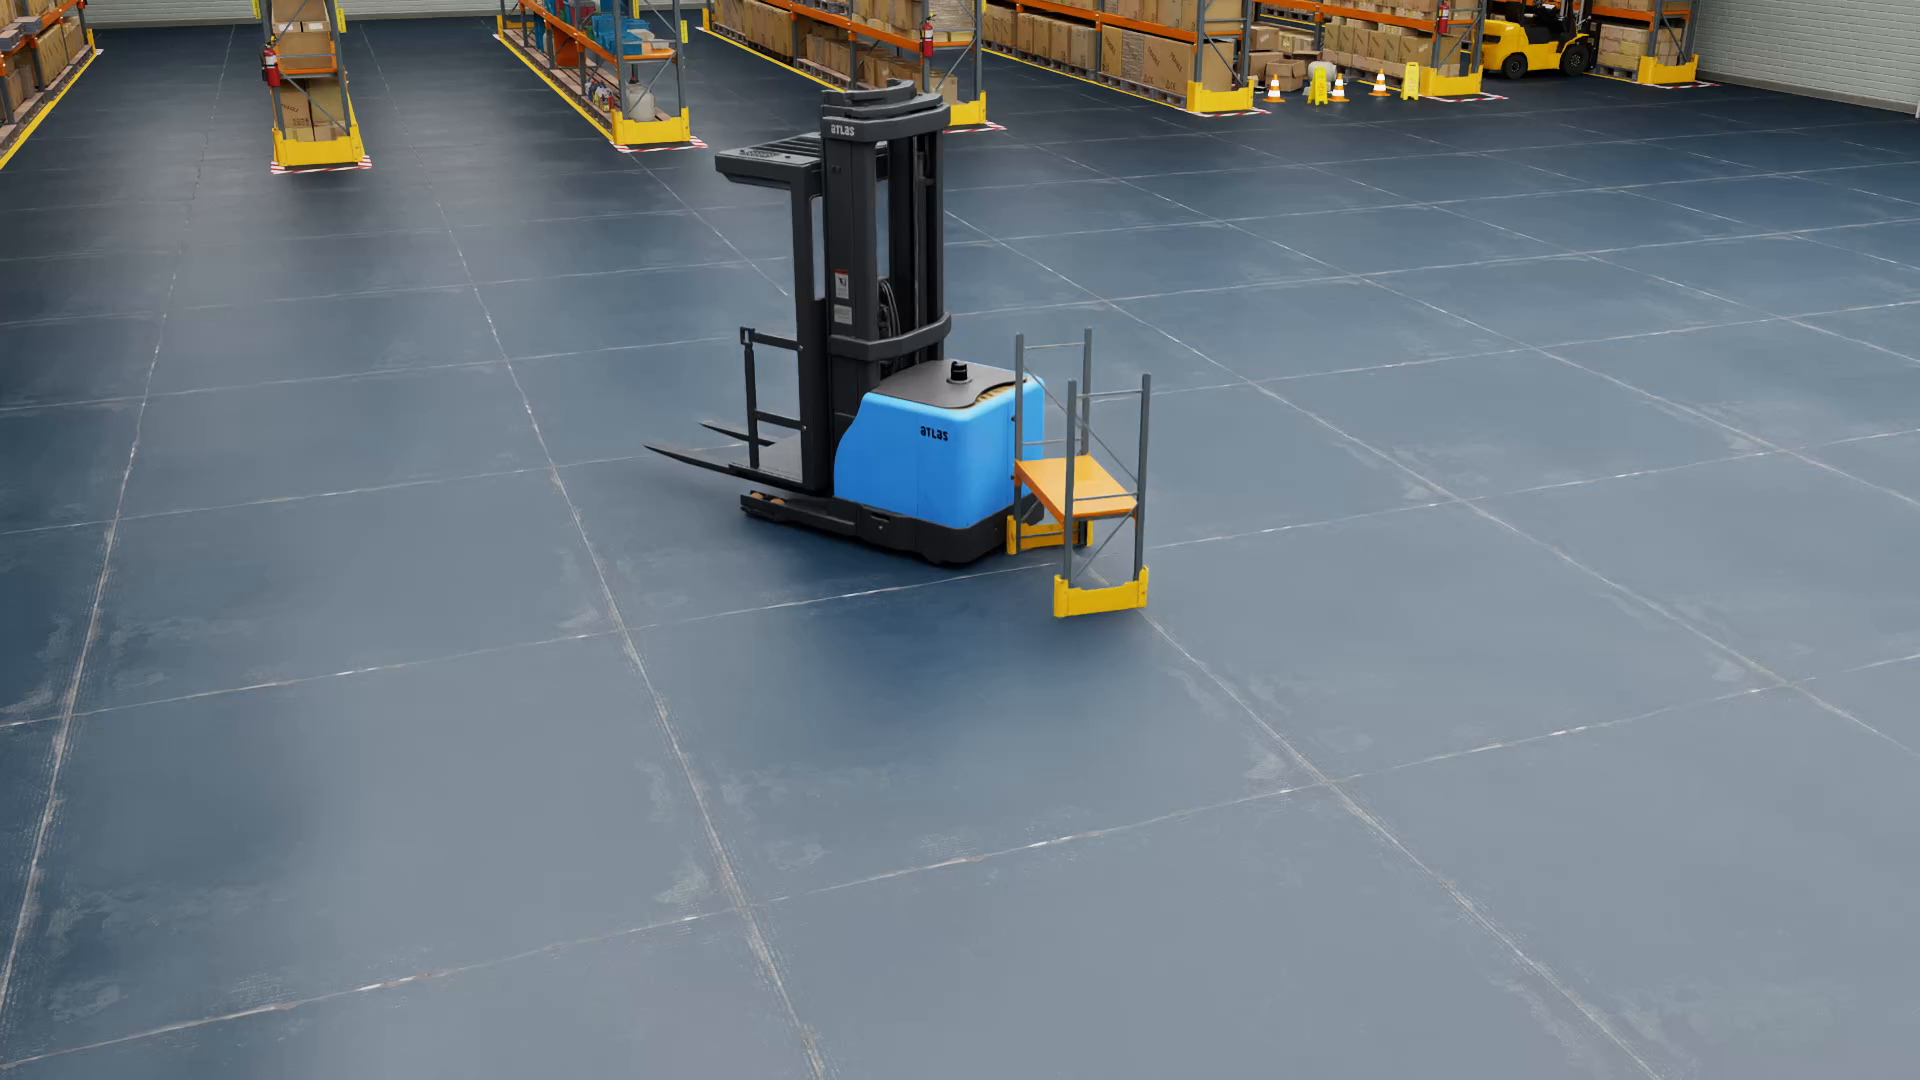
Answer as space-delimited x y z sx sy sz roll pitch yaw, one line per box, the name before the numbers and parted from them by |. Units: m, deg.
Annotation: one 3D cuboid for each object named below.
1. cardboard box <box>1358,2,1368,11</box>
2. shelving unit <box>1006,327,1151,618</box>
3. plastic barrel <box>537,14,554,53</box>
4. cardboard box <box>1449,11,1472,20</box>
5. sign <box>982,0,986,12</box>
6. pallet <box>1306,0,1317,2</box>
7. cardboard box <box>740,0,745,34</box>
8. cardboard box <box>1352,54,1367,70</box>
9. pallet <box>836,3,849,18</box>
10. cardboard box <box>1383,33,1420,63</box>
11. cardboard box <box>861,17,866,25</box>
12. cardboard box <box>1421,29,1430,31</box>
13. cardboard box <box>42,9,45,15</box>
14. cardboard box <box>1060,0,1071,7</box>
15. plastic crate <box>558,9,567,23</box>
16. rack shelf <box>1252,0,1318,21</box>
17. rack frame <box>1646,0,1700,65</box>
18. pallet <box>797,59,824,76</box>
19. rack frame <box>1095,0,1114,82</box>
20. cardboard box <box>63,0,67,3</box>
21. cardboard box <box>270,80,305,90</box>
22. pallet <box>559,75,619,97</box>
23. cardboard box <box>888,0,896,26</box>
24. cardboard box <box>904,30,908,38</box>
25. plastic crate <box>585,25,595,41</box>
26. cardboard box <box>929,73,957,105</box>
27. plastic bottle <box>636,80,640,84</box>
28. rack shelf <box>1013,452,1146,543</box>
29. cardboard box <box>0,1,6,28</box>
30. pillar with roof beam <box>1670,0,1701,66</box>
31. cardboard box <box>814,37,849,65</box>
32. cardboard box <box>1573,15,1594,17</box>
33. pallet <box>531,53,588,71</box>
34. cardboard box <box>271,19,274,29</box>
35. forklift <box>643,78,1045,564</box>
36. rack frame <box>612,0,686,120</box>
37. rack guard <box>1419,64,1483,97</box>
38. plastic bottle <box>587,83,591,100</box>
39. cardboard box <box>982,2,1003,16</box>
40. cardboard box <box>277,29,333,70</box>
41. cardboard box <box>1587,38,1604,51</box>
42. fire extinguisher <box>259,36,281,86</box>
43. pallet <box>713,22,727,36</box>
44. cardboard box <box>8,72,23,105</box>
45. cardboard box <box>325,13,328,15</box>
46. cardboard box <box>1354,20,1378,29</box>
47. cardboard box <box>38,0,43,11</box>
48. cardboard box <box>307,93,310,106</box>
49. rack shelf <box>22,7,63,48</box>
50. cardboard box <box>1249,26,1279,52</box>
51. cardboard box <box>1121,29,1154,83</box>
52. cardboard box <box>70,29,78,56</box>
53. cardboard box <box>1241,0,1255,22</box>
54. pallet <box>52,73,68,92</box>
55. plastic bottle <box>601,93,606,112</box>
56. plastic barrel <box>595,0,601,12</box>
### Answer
cardboard box | 7.980 -10.375 32.326 0.380 0.149 0.250 -8 24 -19
shelving unit | 0.730 -0.448 10.381 0.587 1.500 1.083 -6 24 -14
plastic barrel | -8.579 -10.752 35.058 0.600 0.901 0.708 -8 24 -19
cardboard box | 9.212 -9.698 30.720 0.380 0.149 0.250 -8 24 -19
sign | 0.375 -8.775 27.093 0.100 0.325 0.005 -8 24 -19
pallet | 7.591 -11.324 34.502 1.003 0.211 1.213 -8 24 -19
cardboard box | -4.530 -12.127 38.356 0.875 0.875 0.875 -8 24 -19
cardboard box | 8.070 -9.405 32.702 0.500 0.250 0.500 -9 24 -20
pallet | -1.680 -9.964 31.276 1.003 0.211 1.213 -8 24 -19
cardboard box | 8.424 -9.378 31.672 0.500 0.500 0.500 -7 24 -17
cardboard box | -1.561 -9.340 29.872 0.380 0.149 0.250 -8 24 -19
cardboard box | 11.162 -12.121 38.664 0.875 0.625 0.625 -8 24 -17
cardboard box | -17.482 -9.965 31.328 0.380 0.149 0.250 -9 24 -20
cardboard box | 2.339 -10.965 33.275 0.500 0.500 0.500 -8 24 -18
plastic crate | -7.059 -9.572 30.371 0.450 0.188 0.662 -8 24 -19
rack shelf | 7.019 -11.510 35.623 1.077 0.370 4.000 -8 24 -19
rack frame | 13.781 -10.344 31.930 1.000 3.000 0.127 -8 24 -19
pallet | -2.684 -9.639 33.849 1.003 0.211 1.213 -8 24 -19
rack frame | 3.130 -10.399 32.060 1.000 3.000 0.127 -8 24 -19
cardboard box | -18.703 -11.227 33.638 0.980 0.700 0.700 -9 24 -20
cardboard box | -10.236 -6.731 25.393 0.500 0.500 0.500 -8 24 -19
pallet | -6.928 -8.515 31.180 1.003 0.211 1.213 -8 24 -19
cardboard box | -0.726 -9.041 28.328 0.875 0.500 0.500 -8 24 -19
cardboard box | -0.724 -8.529 27.947 0.380 0.149 0.250 -8 24 -19
plastic crate | -5.964 -8.446 27.700 0.450 0.188 0.662 -8 24 -19
cardboard box | -0.338 -7.573 28.032 0.500 0.500 0.500 -4 23 -9
plastic bottle | -5.500 -7.676 28.444 0.144 0.351 0.185 -8 24 -19
rack shelf | 0.733 -0.278 10.443 0.538 0.185 1.000 -6 24 -14
cardboard box | -16.048 -8.594 27.082 0.700 0.500 0.500 -5 23 -12
pillar with roof beam | 10.351 -12.894 30.257 9.100 9.000 0.400 -8 24 -19
cardboard box | -2.495 -9.819 33.336 0.700 0.500 0.500 -10 25 -23
cardboard box | 12.916 -10.850 34.843 0.500 0.250 0.500 -9 24 -20
pallet | -8.337 -9.967 34.627 1.003 0.211 1.213 -8 24 -19
cardboard box | -9.808 -7.497 24.210 0.380 0.149 0.250 -8 24 -18
forklift | -0.922 -1.622 11.324 3.031 2.935 1.130 15 27 32
rack frame | -4.766 -7.622 25.472 1.000 3.000 0.127 -8 24 -19
rack guard | 9.112 -8.537 30.862 1.175 0.500 0.348 -8 24 -19
plastic bottle | -6.337 -7.734 28.677 0.152 0.276 0.135 -7 24 -17
cardboard box | 0.684 -12.009 37.593 0.500 0.250 0.500 -7 24 -17
cardboard box | -9.554 -7.161 24.250 0.700 0.500 0.500 -8 24 -19
cardboard box | 12.947 -10.003 33.477 0.500 0.250 0.500 -9 24 -20
fire extinguisher | -9.794 -6.802 23.625 0.296 0.674 0.183 -8 24 -19
pallet | -5.429 -12.551 40.756 1.003 0.211 1.213 -8 24 -19
cardboard box | -16.282 -7.586 28.039 0.700 0.500 0.500 -8 24 -19
cardboard box | -9.705 -7.836 25.016 0.380 0.149 0.250 -9 25 -21
cardboard box | 7.950 -10.097 32.542 0.380 0.149 0.250 -7 24 -16
cardboard box | -17.143 -9.946 30.448 0.500 0.500 0.500 -8 24 -19
cardboard box | -11.232 -7.435 28.027 0.500 0.250 0.500 -9 24 -20
rack shelf | -17.567 -9.565 31.008 1.077 0.370 4.000 -8 24 -19
cardboard box | 6.071 -10.057 33.492 0.500 0.500 0.500 -8 24 -19
cardboard box | 3.609 -9.048 31.051 0.875 0.875 0.875 -8 24 -19
cardboard box | -18.796 -10.320 34.552 0.700 0.500 0.500 -8 24 -18
cardboard box | 6.146 -12.045 38.161 0.875 0.875 0.875 -9 24 -19
pallet | -17.496 -8.624 31.440 1.003 0.211 1.213 -8 24 -19
plastic bottle | -5.883 -7.220 27.450 0.061 0.283 0.133 -8 24 -18
plastic barrel | -6.312 -9.516 29.790 0.433 0.535 0.433 0 23 0
